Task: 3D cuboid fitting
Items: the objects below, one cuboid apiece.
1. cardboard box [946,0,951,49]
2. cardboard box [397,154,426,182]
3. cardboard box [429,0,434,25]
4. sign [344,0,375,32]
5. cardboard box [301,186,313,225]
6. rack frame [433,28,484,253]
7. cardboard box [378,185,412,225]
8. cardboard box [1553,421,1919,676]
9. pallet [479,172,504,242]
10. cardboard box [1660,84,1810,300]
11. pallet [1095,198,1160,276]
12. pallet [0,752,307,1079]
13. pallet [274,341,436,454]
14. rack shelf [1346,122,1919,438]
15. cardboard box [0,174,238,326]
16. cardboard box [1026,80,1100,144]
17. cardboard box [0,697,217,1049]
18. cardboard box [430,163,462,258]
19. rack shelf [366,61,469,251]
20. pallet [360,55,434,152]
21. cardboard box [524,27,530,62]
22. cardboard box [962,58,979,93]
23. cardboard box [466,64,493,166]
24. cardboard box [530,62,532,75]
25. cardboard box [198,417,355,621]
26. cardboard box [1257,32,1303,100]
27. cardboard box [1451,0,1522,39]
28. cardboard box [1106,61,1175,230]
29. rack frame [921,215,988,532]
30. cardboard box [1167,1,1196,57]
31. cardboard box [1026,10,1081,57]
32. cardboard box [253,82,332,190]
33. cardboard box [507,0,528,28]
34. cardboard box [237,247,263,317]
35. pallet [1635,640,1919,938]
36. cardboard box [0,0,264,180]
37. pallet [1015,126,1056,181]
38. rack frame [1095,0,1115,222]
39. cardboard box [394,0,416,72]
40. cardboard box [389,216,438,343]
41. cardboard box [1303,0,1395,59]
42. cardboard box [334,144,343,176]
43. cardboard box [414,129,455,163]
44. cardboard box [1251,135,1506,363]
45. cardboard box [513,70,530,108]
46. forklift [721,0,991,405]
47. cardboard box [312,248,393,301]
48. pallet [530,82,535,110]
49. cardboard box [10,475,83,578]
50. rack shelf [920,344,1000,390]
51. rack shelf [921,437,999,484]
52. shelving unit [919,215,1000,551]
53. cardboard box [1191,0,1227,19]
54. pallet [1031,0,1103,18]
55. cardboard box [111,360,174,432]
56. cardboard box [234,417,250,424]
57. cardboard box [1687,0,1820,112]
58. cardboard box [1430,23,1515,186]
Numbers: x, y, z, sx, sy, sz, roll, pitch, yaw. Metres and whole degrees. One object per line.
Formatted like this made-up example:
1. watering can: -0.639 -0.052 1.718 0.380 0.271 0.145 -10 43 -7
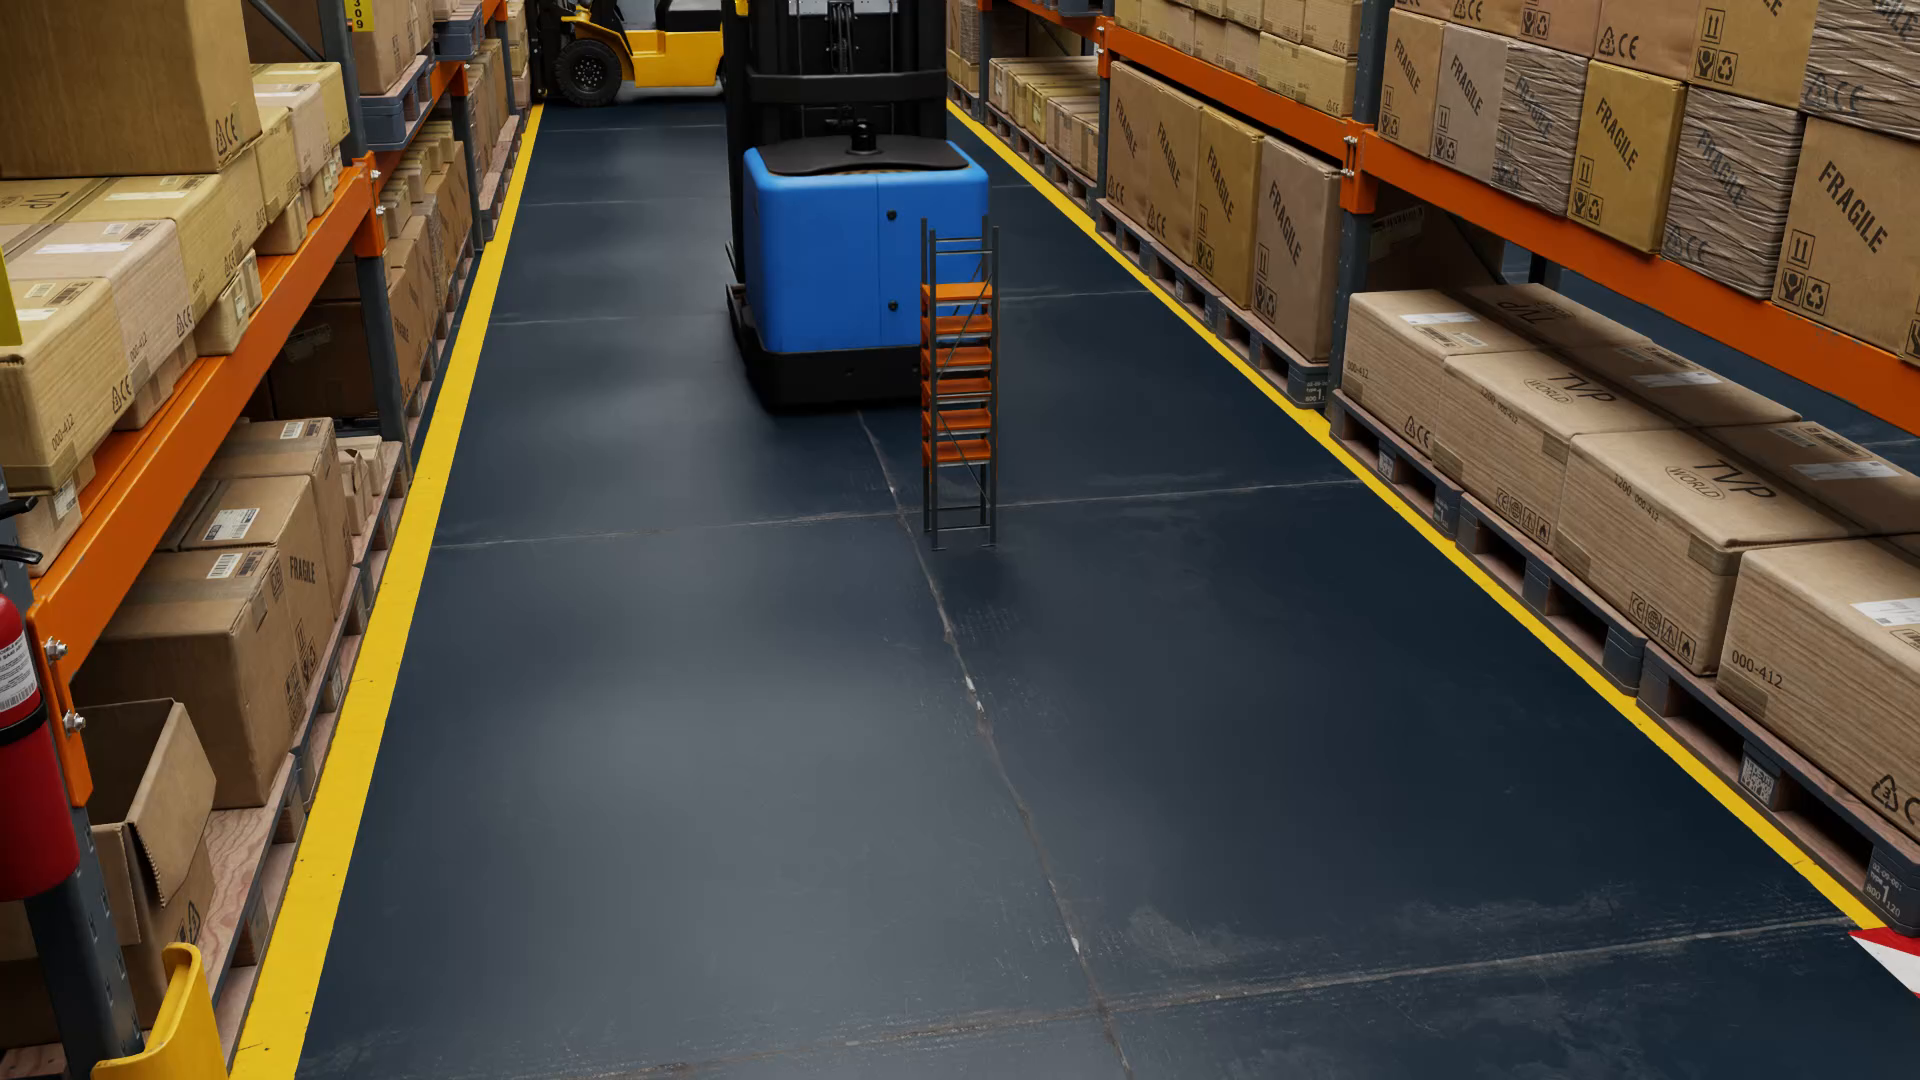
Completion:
1. cardboard box: 0.105 -4.980 15.878 0.500 0.500 0.500 -3 24 -7
2. cardboard box: -2.991 -1.900 8.640 0.380 0.149 0.250 -5 24 -11
3. cardboard box: -2.985 -2.760 8.167 0.797 0.503 0.637 -5 24 -11
4. sign: -2.197 -2.015 6.034 0.100 0.325 0.005 -4 24 -10
5. cardboard box: -2.259 -1.047 5.213 0.380 0.149 0.250 -4 24 -8
6. rack frame: -3.469 -3.148 9.711 1.000 3.000 0.127 -4 24 -10
7. cardboard box: -2.837 -1.589 7.928 0.380 0.149 0.250 -3 24 -8
8. cardboard box: 2.490 0.000 5.179 0.875 0.438 0.875 -4 24 -8
9. pallet: -3.583 -2.197 11.017 1.003 0.211 1.213 -4 24 -10
10. cardboard box: 2.356 -0.986 4.636 0.500 0.500 0.500 -4 24 -8
11. pallet: 1.480 -1.924 10.391 1.003 0.211 1.213 -4 24 -10
12. pallet: -2.152 0.933 3.850 1.003 0.211 1.213 -4 24 -10
13. pallet: -2.917 -0.614 7.393 1.003 0.211 1.213 -4 24 -10
14. rack shelf: 2.518 -0.827 5.296 1.077 0.370 4.000 -4 24 -10
15. cardboard box: -1.999 -0.665 3.841 0.500 0.250 0.500 -5 24 -11
16. cardboard box: 1.035 -3.317 12.855 0.950 0.372 0.625 -4 24 -8
17. cardboard box: -2.009 0.702 3.488 0.797 0.503 0.637 -5 24 -12
18. cardboard box: -3.097 -1.847 9.330 0.500 0.500 0.500 -5 24 -11
19. rack shelf: -3.099 -2.032 8.053 1.077 0.370 4.000 -4 24 -10
20. pallet: -2.770 -1.809 6.885 1.003 0.211 1.213 -4 24 -10
21. cardboard box: -4.171 -4.493 15.075 0.500 0.250 0.500 -5 24 -10
22. cardboard box: 0.296 -4.235 15.111 0.500 0.250 0.500 -3 24 -7
23. cardboard box: -3.824 -3.020 11.859 0.875 0.625 0.625 -5 24 -12
24. cardboard box: -4.266 -4.470 15.647 0.500 0.250 0.500 -4 24 -8
25. cardboard box: -2.321 -0.044 5.200 0.700 0.500 0.500 -5 24 -12
26. cardboard box: 1.725 -2.233 7.803 0.500 0.250 0.500 -5 24 -10
27. cardboard box: 2.086 -2.043 5.807 0.500 0.500 0.500 -5 24 -10
28. cardboard box: 1.455 -2.458 10.260 0.875 0.875 0.875 -5 24 -10
29. rack frame: -0.020 -0.592 6.105 0.240 1.200 0.006 -4 24 -10
30. cardboard box: 1.456 -2.830 9.169 0.500 0.250 0.500 -4 24 -8
31. cardboard box: 0.825 -4.619 15.051 0.500 0.500 0.500 -3 24 -7
32. cardboard box: -2.288 -1.264 5.213 0.500 0.250 0.500 -4 24 -10
33. cardboard box: -4.177 -4.722 14.977 0.500 0.250 0.500 -3 24 -8
34. cardboard box: -2.039 -0.649 4.301 0.380 0.149 0.250 -4 24 -9
35. pallet: 2.663 0.599 4.615 1.003 0.211 1.213 -4 24 -10
36. cardboard box: -2.086 -1.201 4.131 0.500 0.500 0.500 -4 24 -8
37. pallet: 1.043 -3.026 12.914 1.003 0.211 1.213 -4 24 -10
38. rack frame: 1.409 -3.517 10.555 1.000 3.000 0.127 -4 24 -10
39. cardboard box: -2.694 -2.224 6.944 0.700 0.500 0.500 -4 24 -9
40. cardboard box: -2.794 -1.234 7.926 0.500 0.500 0.500 -5 24 -11
41. cardboard box: 1.828 -2.260 7.239 0.500 0.250 0.500 -4 24 -10
42. cardboard box: -2.422 -1.353 5.914 0.380 0.149 0.250 -4 24 -9
43. cardboard box: -3.048 -2.212 9.355 0.380 0.149 0.250 -6 24 -12
44. cardboard box: 1.955 -1.400 7.839 0.875 0.875 0.875 -4 24 -8
45. cardboard box: -3.972 -3.869 14.271 0.500 0.250 0.500 -4 24 -9
46. forklift: -0.658 -2.512 8.341 1.130 2.935 3.031 -5 24 -11
47. cardboard box: -2.534 -1.080 6.763 0.380 0.149 0.250 -3 24 -7
48. pallet: -4.543 -4.241 15.696 1.003 0.211 1.213 -4 24 -10
49. cardboard box: -1.781 -0.036 2.899 0.380 0.149 0.250 -4 24 -10
50. rack shelf: -0.003 -0.625 5.993 0.258 0.103 0.180 -4 24 -10
51. rack shelf: -0.003 -0.295 6.137 0.258 0.103 0.180 -4 24 -10
52. shelving unit: -0.003 -0.556 6.023 0.258 1.200 0.189 -4 24 -10
53. cardboard box: 1.515 -2.859 8.611 0.500 0.250 0.500 -4 24 -9
54. pallet: 1.172 -3.702 11.217 1.213 0.211 1.003 -4 24 -10
55. cardboard box: -1.942 -0.337 3.589 0.380 0.149 0.250 -4 24 -8
56. cardboard box: -2.839 -0.258 5.927 0.500 0.311 0.500 -3 24 -8
57. cardboard box: 2.351 -1.445 4.436 0.500 0.500 0.500 -4 24 -10
58. cardboard box: 2.067 -1.587 6.012 0.500 0.500 0.500 -4 24 -9
